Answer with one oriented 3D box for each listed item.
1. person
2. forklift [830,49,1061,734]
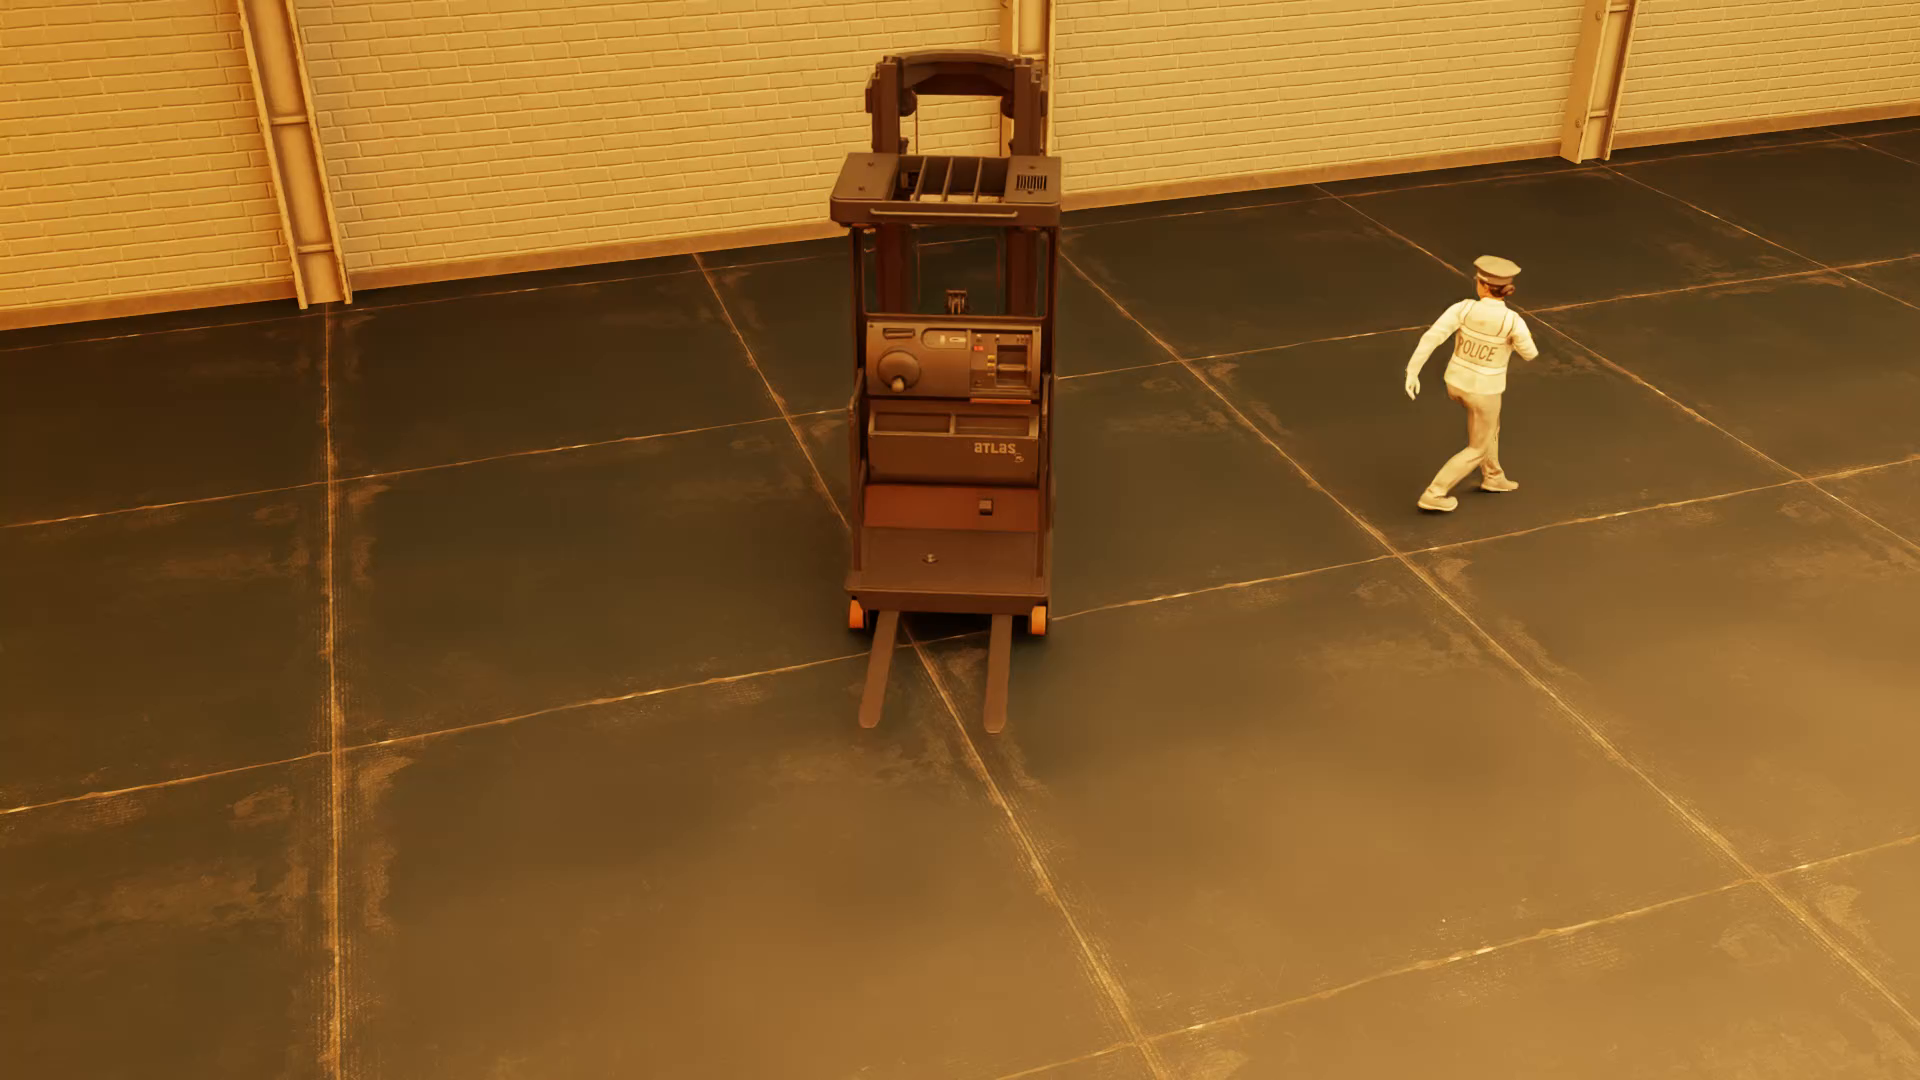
[{"bbox_3d":[3.154,-0.937,10.103,0.897,1.611,0.506,-18,35,-28],"label":"person"},{"bbox_3d":[-0.046,-0.917,8.681,1.130,2.935,3.031,2,30,3],"label":"forklift"}]
